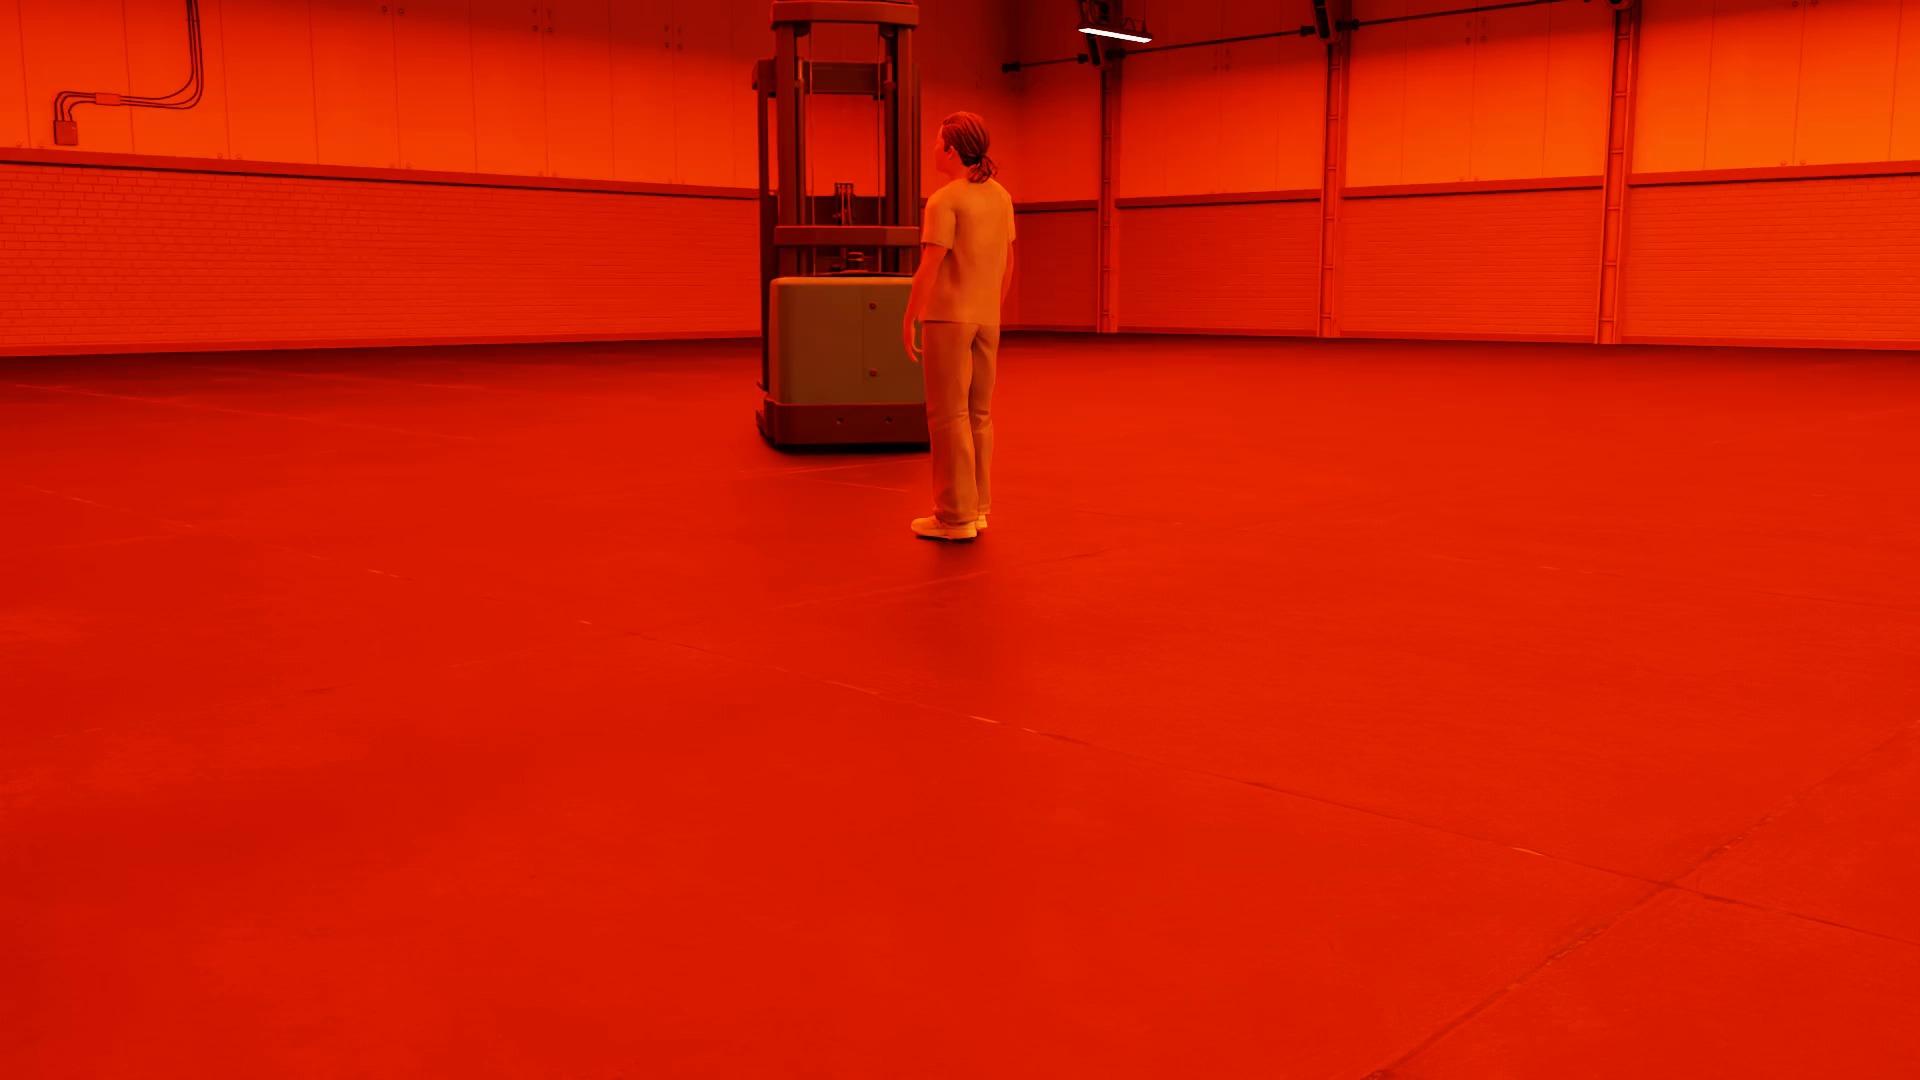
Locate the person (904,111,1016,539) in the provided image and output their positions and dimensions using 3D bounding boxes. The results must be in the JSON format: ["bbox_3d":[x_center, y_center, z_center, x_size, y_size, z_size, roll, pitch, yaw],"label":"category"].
[{"bbox_3d":[-0.043,-0.845,6.652,0.549,1.675,0.549,8,12,43],"label":"person"}]

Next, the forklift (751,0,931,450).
[{"bbox_3d":[-0.846,-2.191,11.428,1.130,2.935,3.031,-2,9,-10],"label":"forklift"}]
